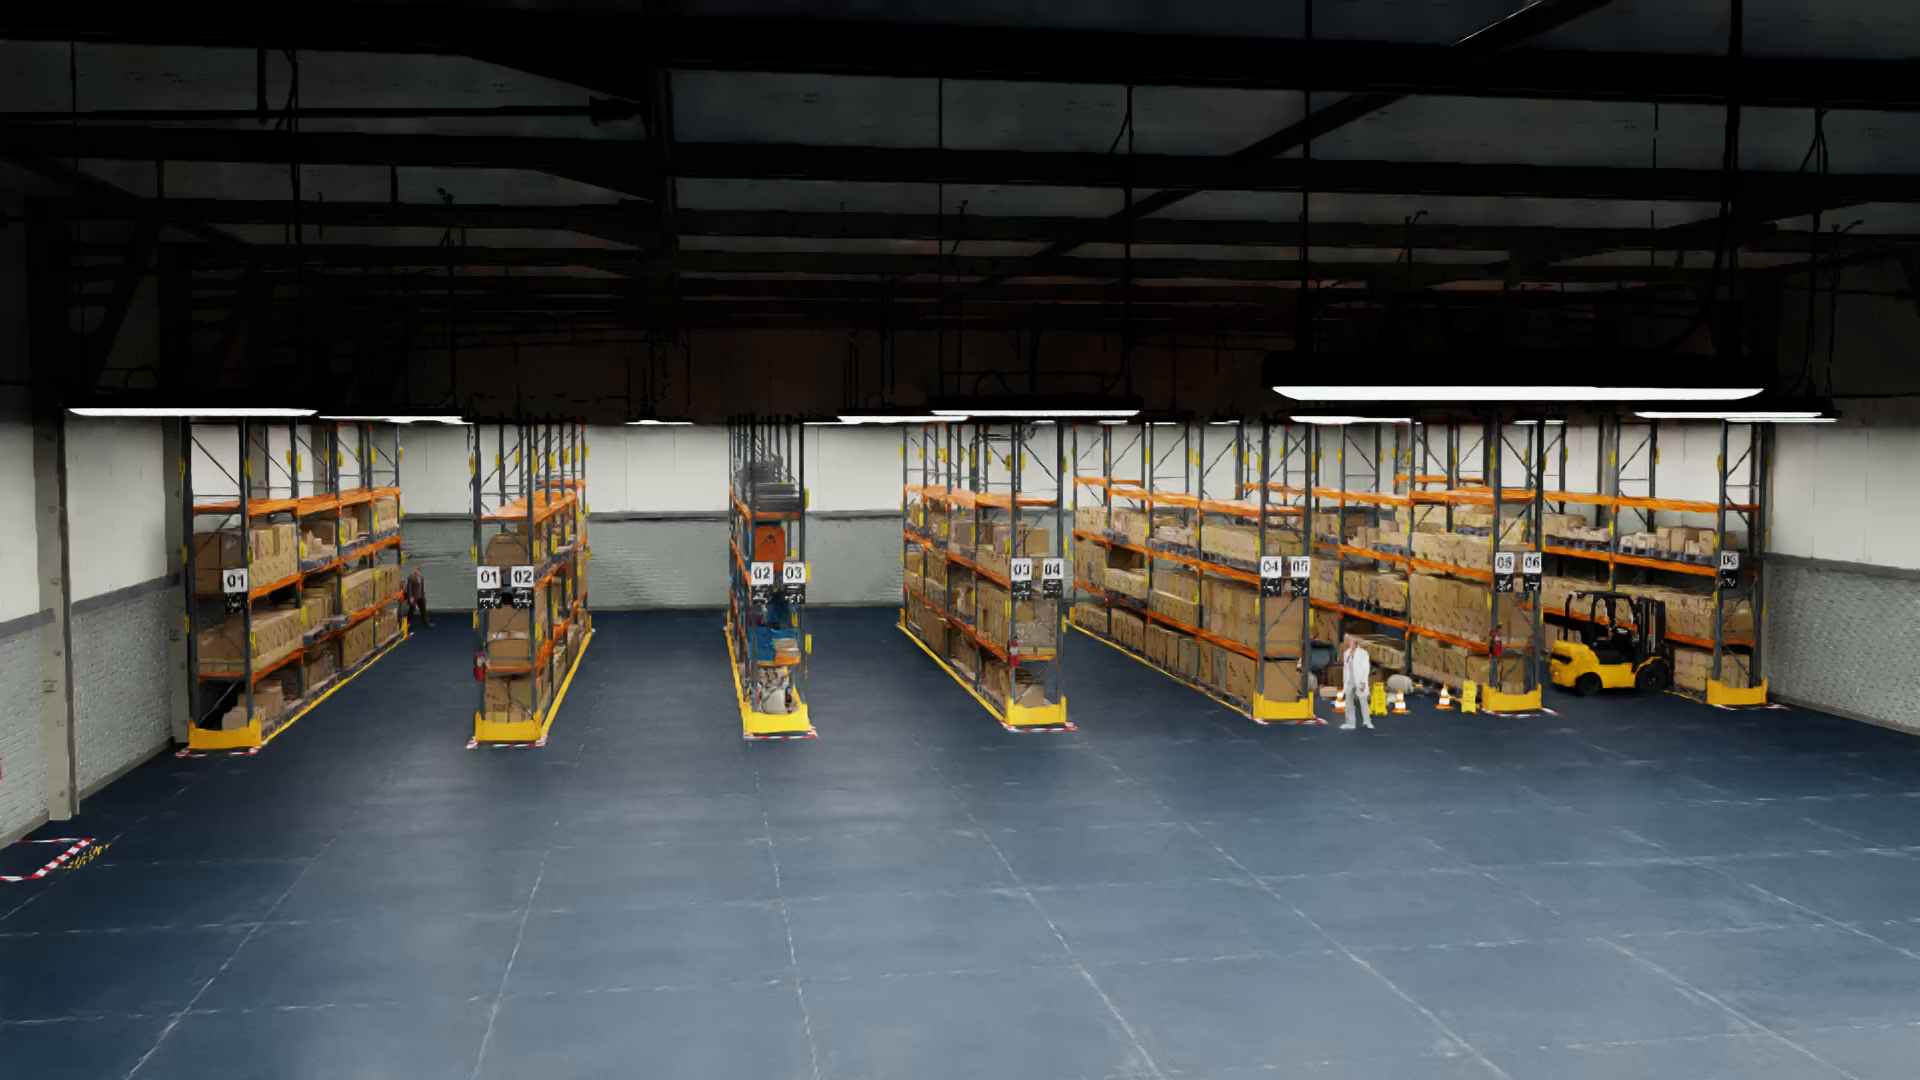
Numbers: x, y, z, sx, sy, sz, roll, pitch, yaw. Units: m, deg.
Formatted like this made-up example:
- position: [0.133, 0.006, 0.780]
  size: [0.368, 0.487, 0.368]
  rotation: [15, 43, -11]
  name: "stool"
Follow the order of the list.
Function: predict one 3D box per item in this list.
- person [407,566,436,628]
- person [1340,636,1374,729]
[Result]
- position: [-15.411, 1.609, 47.278]
  size: [0.614, 1.771, 0.782]
  rotation: [2, 5, 31]
  name: "person"
- position: [7.526, 2.698, 31.540]
  size: [0.617, 1.771, 0.667]
  rotation: [4, 5, 45]
  name: "person"
